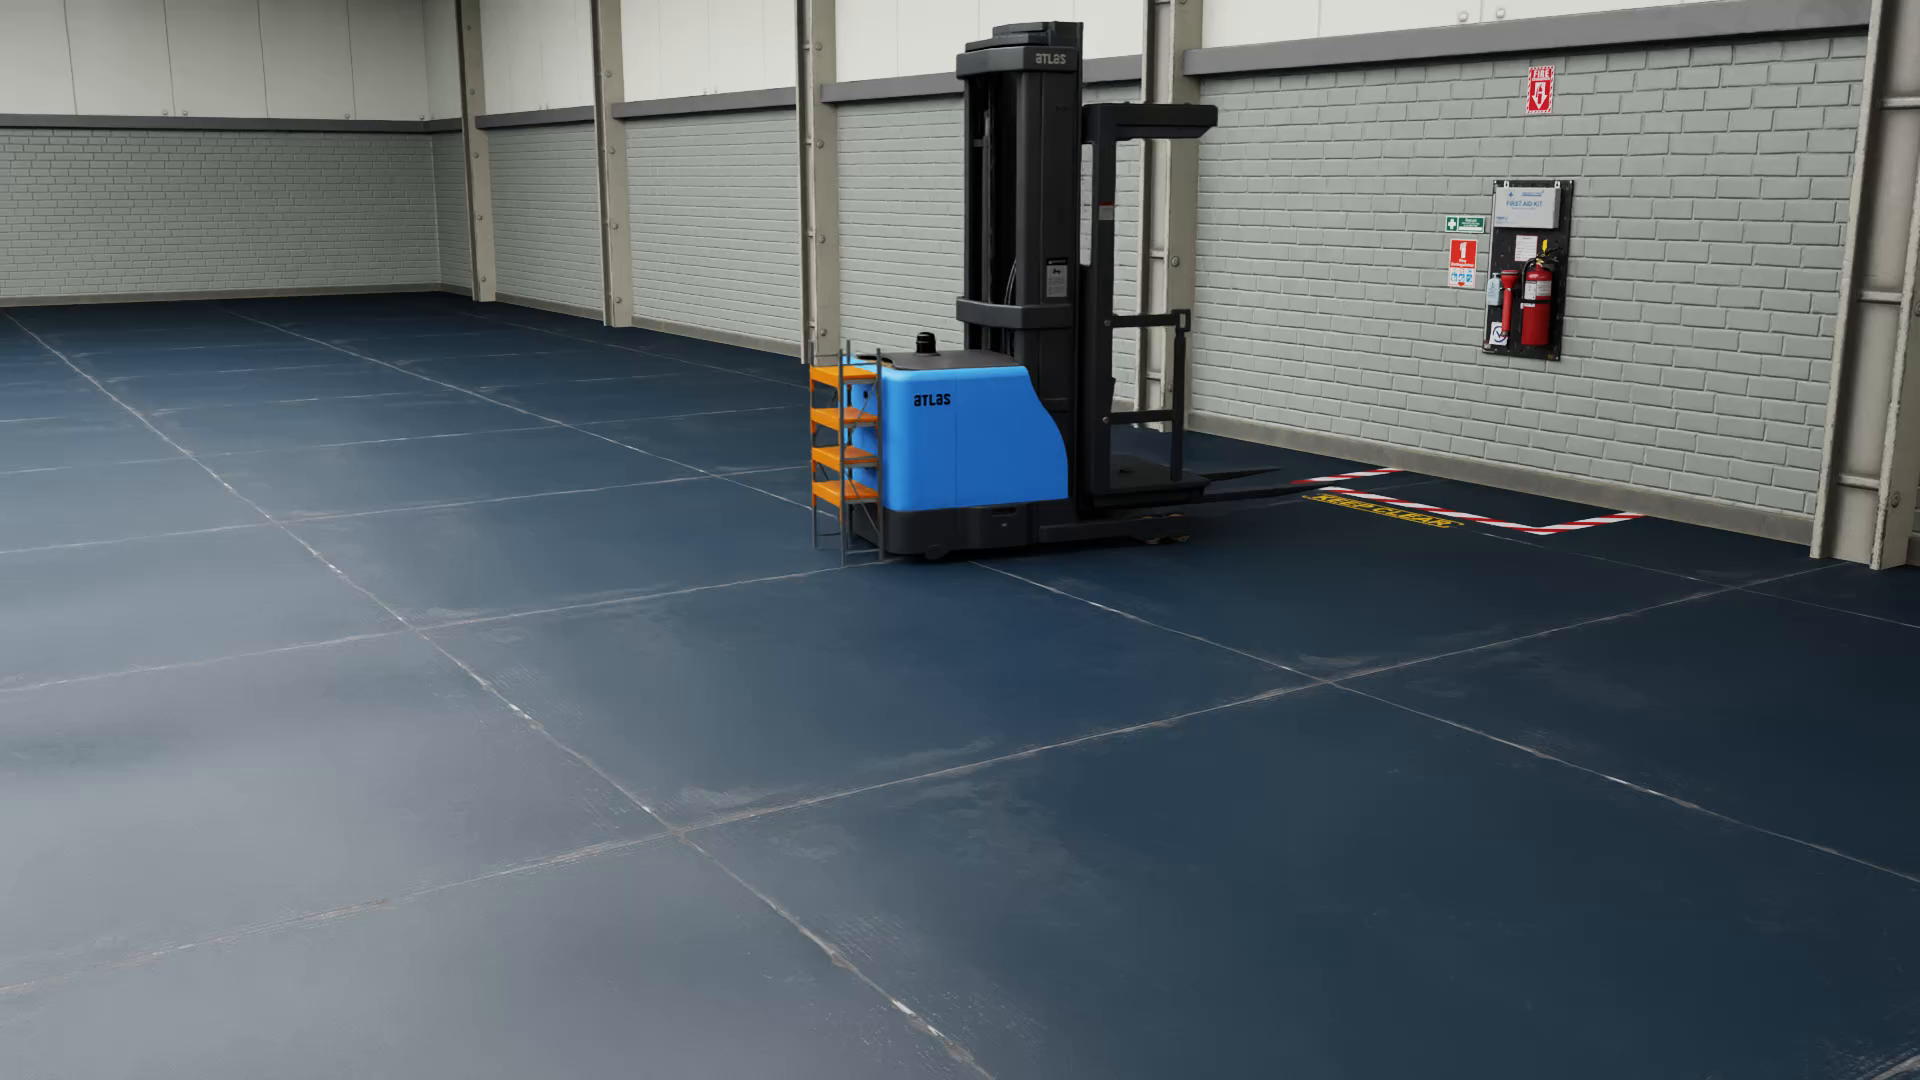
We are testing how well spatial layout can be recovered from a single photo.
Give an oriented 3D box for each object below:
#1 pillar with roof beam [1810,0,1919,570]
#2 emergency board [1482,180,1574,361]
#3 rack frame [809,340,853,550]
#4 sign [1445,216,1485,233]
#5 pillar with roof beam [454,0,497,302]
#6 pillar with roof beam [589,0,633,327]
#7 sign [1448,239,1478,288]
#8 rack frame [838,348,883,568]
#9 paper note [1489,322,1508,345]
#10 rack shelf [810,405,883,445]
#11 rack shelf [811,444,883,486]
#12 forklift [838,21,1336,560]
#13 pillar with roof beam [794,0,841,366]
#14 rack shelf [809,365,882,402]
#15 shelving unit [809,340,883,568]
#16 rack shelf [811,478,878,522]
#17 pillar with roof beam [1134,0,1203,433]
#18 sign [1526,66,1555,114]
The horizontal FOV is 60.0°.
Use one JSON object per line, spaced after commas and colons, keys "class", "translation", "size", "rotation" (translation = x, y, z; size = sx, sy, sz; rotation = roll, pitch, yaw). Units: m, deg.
{"class": "pillar with roof beam", "translation": [1.469, -3.775, 6.061], "size": [9.100, 9.000, 0.400], "rotation": [-8, 15, -33]}
{"class": "emergency board", "translation": [3.715, -1.798, 11.062], "size": [0.194, 1.169, 0.643], "rotation": [-8, 15, -33]}
{"class": "rack frame", "translation": [-0.734, -0.538, 9.513], "size": [0.240, 1.200, 0.015], "rotation": [-5, 13, -23]}
{"class": "sign", "translation": [3.490, -2.183, 11.499], "size": [0.001, 0.109, 0.331], "rotation": [-8, 15, -33]}
{"class": "pillar with roof beam", "translation": [-11.828, -8.043, 25.579], "size": [9.100, 9.000, 0.400], "rotation": [-8, 15, -33]}
{"class": "pillar with roof beam", "translation": [-8.504, -6.976, 20.699], "size": [9.100, 9.000, 0.400], "rotation": [-8, 15, -33]}
{"class": "sign", "translation": [3.495, -1.926, 11.564], "size": [0.001, 0.329, 0.234], "rotation": [-8, 15, -33]}
{"class": "rack frame", "translation": [-0.539, -0.442, 9.076], "size": [0.240, 1.200, 0.015], "rotation": [-5, 13, -23]}
{"class": "paper note", "translation": [3.675, -1.407, 11.337], "size": [0.016, 0.148, 0.142], "rotation": [-8, 15, -33]}
{"class": "rack shelf", "translation": [-0.637, -0.643, 9.261], "size": [0.258, 0.148, 0.480], "rotation": [-5, 13, -23]}
{"class": "rack shelf", "translation": [-0.637, -0.424, 9.309], "size": [0.258, 0.148, 0.480], "rotation": [-5, 13, -23]}
{"class": "forklift", "translation": [0.833, -1.503, 9.875], "size": [3.031, 2.935, 1.130], "rotation": [-5, 13, -22]}
{"class": "pillar with roof beam", "translation": [-5.180, -5.909, 15.820], "size": [9.100, 9.000, 0.400], "rotation": [-8, 15, -33]}
{"class": "rack shelf", "translation": [-0.637, -0.874, 9.211], "size": [0.258, 0.148, 0.480], "rotation": [-5, 13, -23]}
{"class": "shelving unit", "translation": [-0.637, -0.490, 9.295], "size": [0.258, 1.200, 0.503], "rotation": [-5, 13, -23]}
{"class": "rack shelf", "translation": [-0.637, -0.230, 9.351], "size": [0.258, 0.148, 0.480], "rotation": [-5, 13, -23]}
{"class": "pillar with roof beam", "translation": [-1.855, -4.842, 10.940], "size": [9.100, 9.000, 0.400], "rotation": [-8, 15, -33]}
{"class": "sign", "translation": [3.794, -2.944, 10.875], "size": [0.001, 0.298, 0.199], "rotation": [-8, 15, -33]}
